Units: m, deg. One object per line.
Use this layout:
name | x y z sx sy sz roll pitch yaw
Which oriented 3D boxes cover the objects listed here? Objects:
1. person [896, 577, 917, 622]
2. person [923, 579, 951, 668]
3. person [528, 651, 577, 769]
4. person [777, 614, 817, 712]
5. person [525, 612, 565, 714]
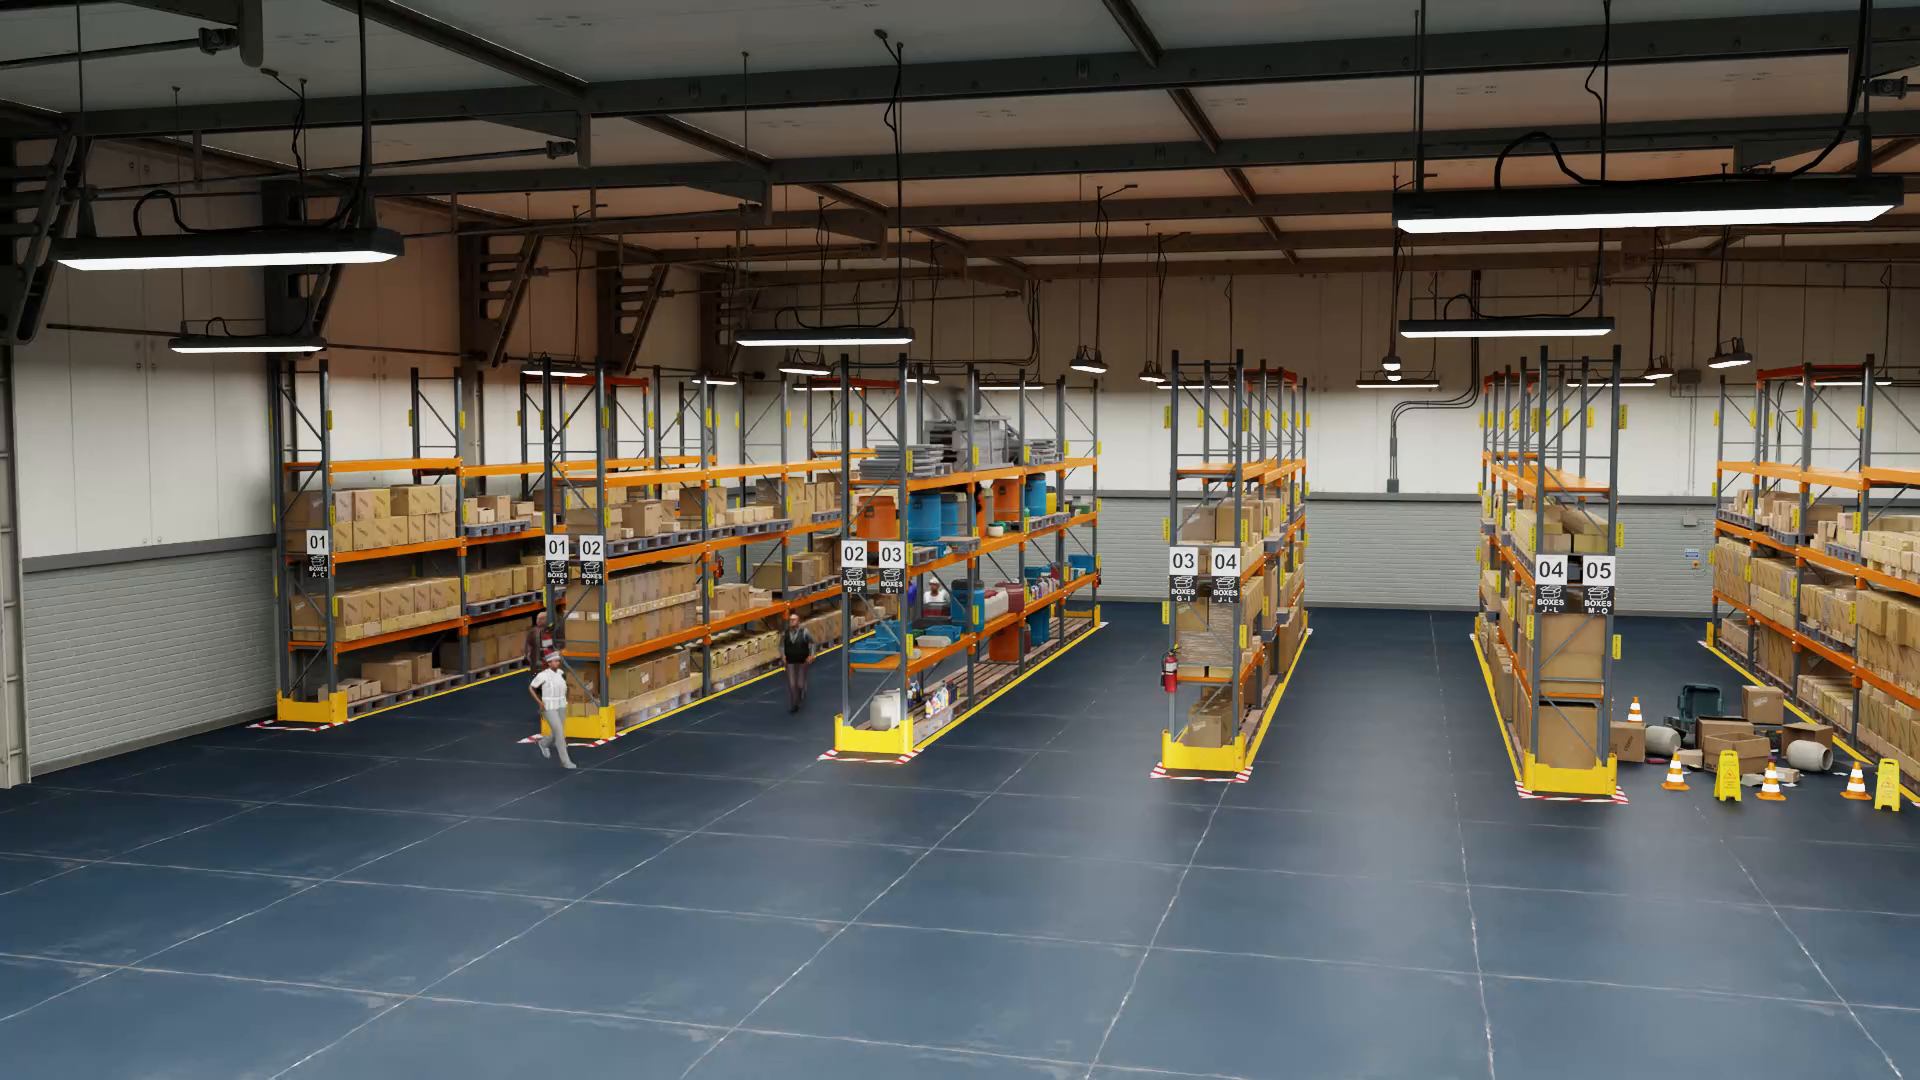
person | -1.157 1.543 36.980 0.569 1.617 0.529 1 4 12
person | -0.490 1.672 34.097 0.691 1.782 0.930 1 4 12
person | -5.870 2.431 24.019 0.899 1.671 0.607 3 5 35
person | -2.805 2.114 28.586 0.674 1.688 0.654 1 4 7
person | -7.101 2.097 28.375 0.739 1.737 0.644 1 4 14
